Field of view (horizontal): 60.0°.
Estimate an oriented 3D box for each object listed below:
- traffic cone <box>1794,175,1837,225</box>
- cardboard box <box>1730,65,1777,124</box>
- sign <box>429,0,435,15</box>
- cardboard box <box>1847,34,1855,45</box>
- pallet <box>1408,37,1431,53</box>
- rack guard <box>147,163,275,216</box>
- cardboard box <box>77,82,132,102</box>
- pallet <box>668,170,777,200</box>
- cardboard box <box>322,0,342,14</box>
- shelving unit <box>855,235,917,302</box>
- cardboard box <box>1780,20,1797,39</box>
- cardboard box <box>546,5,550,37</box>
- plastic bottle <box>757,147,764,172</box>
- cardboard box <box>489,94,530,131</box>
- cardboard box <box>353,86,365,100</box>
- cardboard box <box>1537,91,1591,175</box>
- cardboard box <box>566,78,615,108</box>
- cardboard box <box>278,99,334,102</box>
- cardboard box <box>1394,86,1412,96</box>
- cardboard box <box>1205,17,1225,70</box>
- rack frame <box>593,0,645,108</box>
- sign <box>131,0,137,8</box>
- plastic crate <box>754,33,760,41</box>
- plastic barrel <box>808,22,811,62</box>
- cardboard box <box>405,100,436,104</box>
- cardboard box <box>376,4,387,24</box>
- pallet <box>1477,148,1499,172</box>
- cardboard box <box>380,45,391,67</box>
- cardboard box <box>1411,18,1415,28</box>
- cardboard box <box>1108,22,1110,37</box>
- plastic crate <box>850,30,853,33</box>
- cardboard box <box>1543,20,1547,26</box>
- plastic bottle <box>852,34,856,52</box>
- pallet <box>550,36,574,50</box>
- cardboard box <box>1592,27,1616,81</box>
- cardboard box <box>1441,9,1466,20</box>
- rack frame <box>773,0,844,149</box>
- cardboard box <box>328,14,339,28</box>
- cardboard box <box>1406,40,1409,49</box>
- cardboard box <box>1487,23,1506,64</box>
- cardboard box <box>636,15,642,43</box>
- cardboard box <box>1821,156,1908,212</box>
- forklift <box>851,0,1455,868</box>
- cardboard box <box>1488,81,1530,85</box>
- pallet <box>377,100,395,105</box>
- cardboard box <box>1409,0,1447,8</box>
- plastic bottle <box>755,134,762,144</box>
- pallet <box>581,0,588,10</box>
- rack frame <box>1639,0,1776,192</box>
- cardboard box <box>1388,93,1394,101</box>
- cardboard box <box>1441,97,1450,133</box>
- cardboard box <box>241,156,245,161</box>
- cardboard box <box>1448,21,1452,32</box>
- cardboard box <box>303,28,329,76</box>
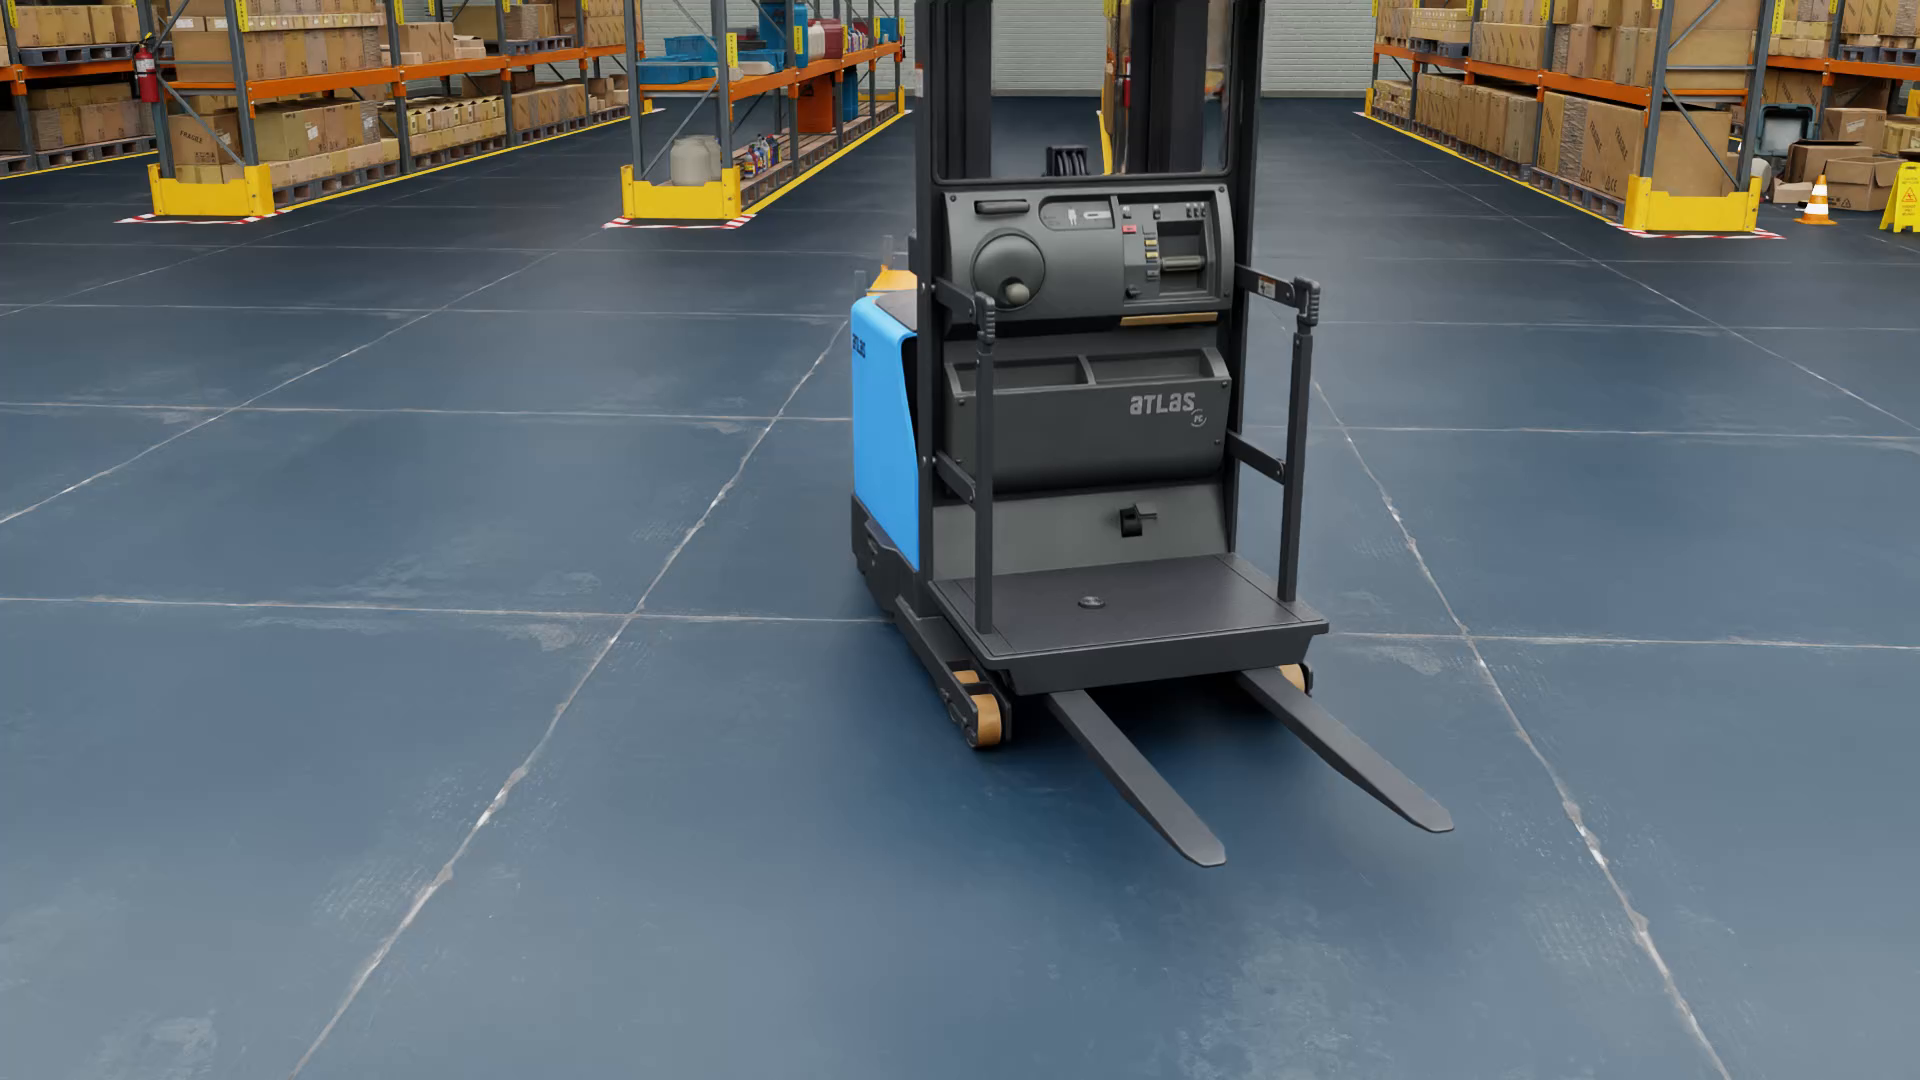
[{"bbox_3d":[8.537,-3.390,16.525,0.336,0.463,0.334,1,18,4],"label":"traffic cone"},{"bbox_3d":[12.923,-7.105,26.528,0.875,0.875,0.875,2,18,6],"label":"cardboard box"},{"bbox_3d":[-7.706,-7.833,24.278,0.100,0.325,0.005,1,18,4],"label":"sign"},{"bbox_3d":[12.392,-6.851,22.743,0.380,0.149,0.250,0,18,1],"label":"cardboard box"},{"bbox_3d":[7.743,-7.864,26.413,1.003,0.211,1.213,1,18,4],"label":"pallet"},{"bbox_3d":[-7.740,-3.631,17.202,1.175,0.500,0.348,1,18,4],"label":"rack guard"},{"bbox_3d":[-12.209,-6.398,23.734,0.500,0.250,0.500,2,18,5],"label":"cardboard box"},{"bbox_3d":[-2.685,-4.044,18.927,1.003,0.211,1.213,1,18,4],"label":"pallet"},{"bbox_3d":[-7.548,-6.282,19.035,0.700,0.500,0.500,1,18,4],"label":"cardboard box"},{"bbox_3d":[-0.130,-0.674,7.174,0.538,1.125,1.048,1,18,4],"label":"shelving unit"},{"bbox_3d":[12.431,-7.509,24.459,0.500,0.250,0.500,1,18,2],"label":"cardboard box"},{"bbox_3d":[-7.121,-8.443,27.039,0.700,0.500,0.500,4,19,13],"label":"cardboard box"},{"bbox_3d":[-2.311,-4.384,19.160,0.097,0.271,0.097,0,18,0],"label":"plastic bottle"},{"bbox_3d":[-6.847,-6.467,25.151,0.500,0.500,0.500,2,18,6],"label":"cardboard box"},{"bbox_3d":[-11.554,-8.386,31.037,0.700,0.500,0.500,1,18,2],"label":"cardboard box"},{"bbox_3d":[7.254,-4.701,19.189,0.875,0.875,0.875,2,18,5],"label":"cardboard box"},{"bbox_3d":[-6.748,-8.160,30.311,0.797,0.503,0.637,1,18,4],"label":"cardboard box"},{"bbox_3d":[-7.825,-5.026,19.980,0.500,0.500,0.500,1,18,4],"label":"cardboard box"},{"bbox_3d":[7.722,-7.756,28.723,0.380,0.149,0.250,0,18,1],"label":"cardboard box"},{"bbox_3d":[2.209,-4.963,16.615,0.875,0.500,0.500,1,18,4],"label":"cardboard box"},{"bbox_3d":[-6.591,-9.796,32.001,1.000,3.000,0.127,1,18,4],"label":"rack frame"},{"bbox_3d":[-8.278,-5.506,16.668,0.100,0.325,0.005,1,18,4],"label":"sign"},{"bbox_3d":[-2.742,-6.299,21.355,0.392,0.384,0.575,1,18,4],"label":"plastic crate"},{"bbox_3d":[-2.171,-6.542,21.852,0.433,0.535,0.433,0,18,0],"label":"plastic barrel"},{"bbox_3d":[-7.563,-5.993,23.235,0.500,0.311,0.500,1,18,2],"label":"cardboard box"},{"bbox_3d":[-11.559,-9.889,31.804,0.980,0.700,0.700,2,18,6],"label":"cardboard box"},{"bbox_3d":[7.434,-5.001,21.845,1.003,0.211,1.213,1,18,4],"label":"pallet"},{"bbox_3d":[-7.460,-6.151,21.120,0.500,0.250,0.500,2,18,7],"label":"cardboard box"},{"bbox_3d":[7.456,-8.298,26.683,0.380,0.149,0.250,2,18,5],"label":"cardboard box"},{"bbox_3d":[2.883,-9.021,29.399,0.500,0.250,0.500,1,18,3],"label":"cardboard box"},{"bbox_3d":[-2.113,-9.061,29.933,0.416,0.233,0.300,1,18,4],"label":"plastic crate"},{"bbox_3d":[7.399,-6.381,19.814,0.700,0.500,0.500,1,18,3],"label":"cardboard box"},{"bbox_3d":[-1.732,-7.869,26.321,0.152,0.276,0.135,1,18,4],"label":"plastic bottle"},{"bbox_3d":[-7.044,-8.216,27.489,1.003,0.211,1.213,1,18,4],"label":"pallet"},{"bbox_3d":[7.244,-5.158,17.605,0.875,0.550,0.500,1,18,4],"label":"cardboard box"},{"bbox_3d":[7.288,-7.714,24.422,0.380,0.149,0.250,2,18,6],"label":"cardboard box"},{"bbox_3d":[-2.224,-7.199,24.077,1.000,3.000,0.127,1,18,4],"label":"rack frame"},{"bbox_3d":[-7.350,-5.941,19.034,0.380,0.149,0.250,2,18,5],"label":"cardboard box"},{"bbox_3d":[7.640,-8.246,27.675,0.380,0.149,0.250,1,18,2],"label":"cardboard box"},{"bbox_3d":[7.284,-6.546,21.923,0.500,0.500,0.500,1,18,4],"label":"cardboard box"},{"bbox_3d":[-6.352,-9.698,31.542,0.500,0.500,0.500,2,18,6],"label":"cardboard box"},{"bbox_3d":[9.628,-3.799,17.708,0.797,0.503,0.637,-13,22,-34],"label":"cardboard box"},{"bbox_3d":[0.471,-0.901,4.967,1.130,2.935,3.031,-5,19,-15],"label":"forklift"},{"bbox_3d":[7.947,-6.524,24.150,0.500,0.250,0.500,0,18,1],"label":"cardboard box"},{"bbox_3d":[-11.511,-8.330,32.006,1.003,0.211,1.213,1,18,4],"label":"pallet"},{"bbox_3d":[7.707,-9.005,27.344,0.500,0.500,0.500,1,18,2],"label":"cardboard box"},{"bbox_3d":[-2.413,-4.704,20.010,0.144,0.351,0.185,1,18,4],"label":"plastic bottle"},{"bbox_3d":[-6.324,-9.092,27.995,0.100,0.325,0.005,1,18,4],"label":"pallet"},{"bbox_3d":[7.083,-4.462,15.723,1.000,3.000,0.127,1,18,4],"label":"rack frame"},{"bbox_3d":[7.880,-7.937,29.754,0.380,0.149,0.250,0,18,1],"label":"cardboard box"},{"bbox_3d":[7.483,-6.330,24.763,0.500,0.500,0.500,2,18,6],"label":"cardboard box"},{"bbox_3d":[-7.970,-4.048,18.201,0.500,0.250,0.500,1,18,4],"label":"cardboard box"},{"bbox_3d":[7.255,-7.415,23.986,0.380,0.149,0.250,2,18,6],"label":"cardboard box"},{"bbox_3d":[-7.584,-5.500,18.729,0.700,0.500,0.500,2,18,6],"label":"cardboard box"}]
